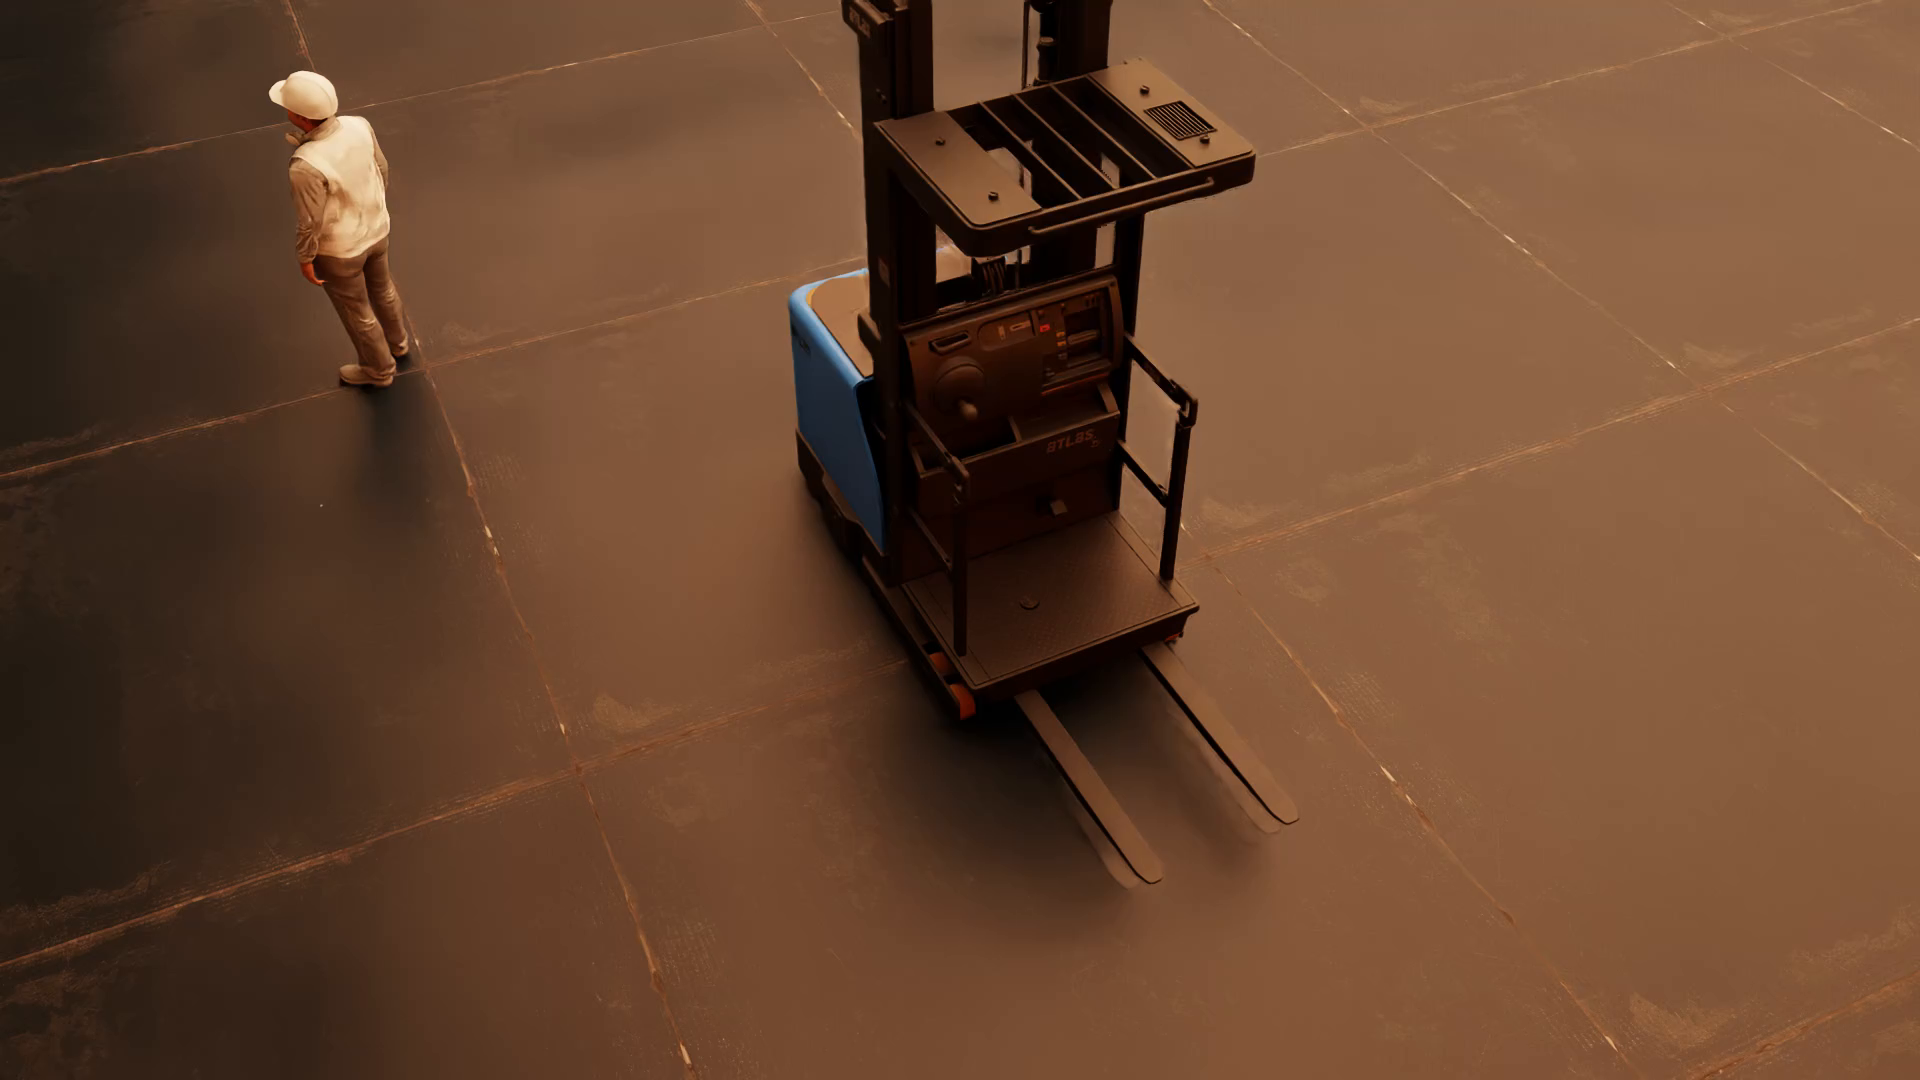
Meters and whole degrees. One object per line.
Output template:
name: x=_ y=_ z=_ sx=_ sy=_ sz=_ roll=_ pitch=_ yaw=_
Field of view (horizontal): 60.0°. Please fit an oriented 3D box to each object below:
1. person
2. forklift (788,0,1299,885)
person: x=-3.056 y=-1.514 z=8.144 sx=0.554 sy=1.777 sz=0.615 roll=17 pitch=46 yaw=17
forklift: x=0.321 y=-0.662 z=6.390 sx=1.130 sy=2.935 sz=3.031 roll=-19 pitch=46 yaw=-19
